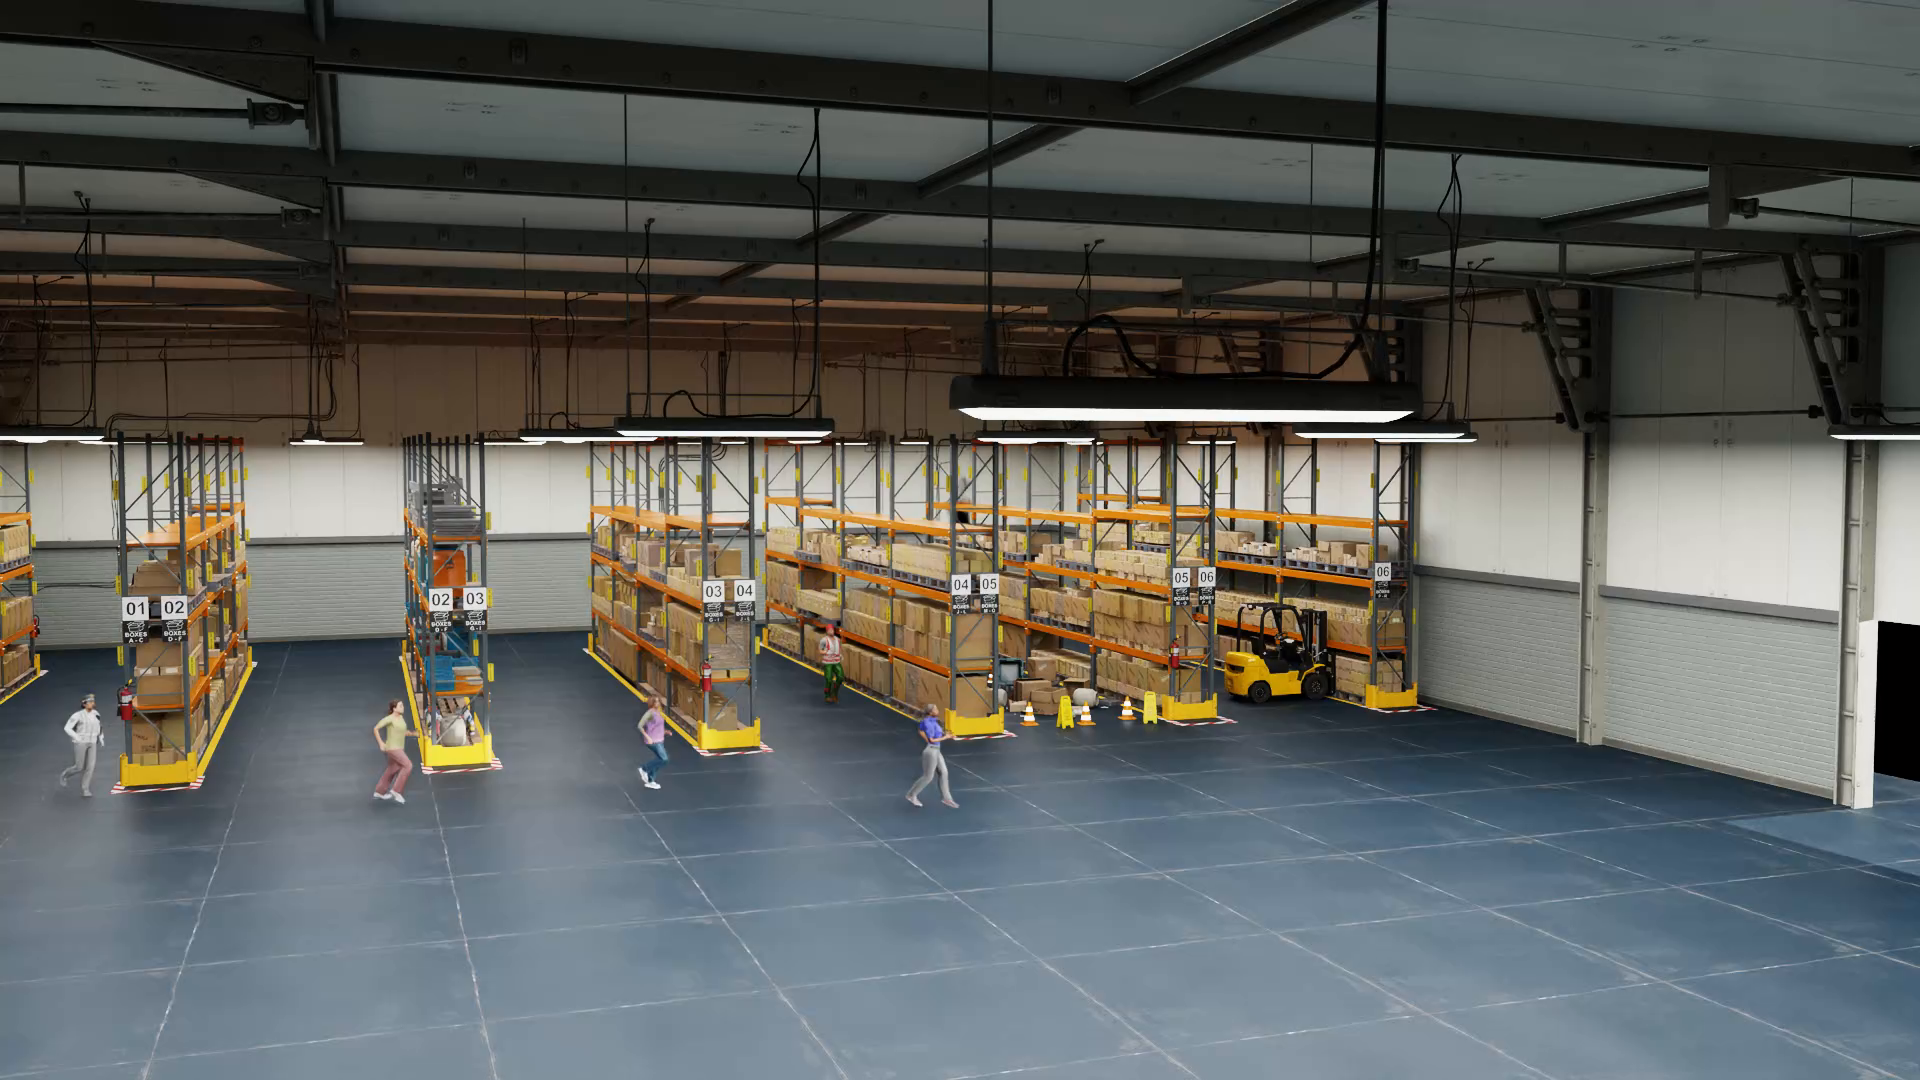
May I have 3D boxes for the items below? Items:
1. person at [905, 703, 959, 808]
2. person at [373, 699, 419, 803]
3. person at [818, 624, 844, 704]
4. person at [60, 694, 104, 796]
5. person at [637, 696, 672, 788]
[{"bbox_3d":[-0.423,3.417,26.295,0.816,1.666,0.570,0,3,6],"label":"person"},{"bbox_3d":[-9.105,3.400,26.820,0.775,1.685,0.542,0,3,3],"label":"person"},{"bbox_3d":[-2.835,2.775,37.163,0.634,1.786,0.645,-2,4,-29],"label":"person"},{"bbox_3d":[-14.465,3.372,27.551,0.783,1.638,0.674,2,4,31],"label":"person"},{"bbox_3d":[-5.115,3.398,27.964,0.535,1.560,0.536,1,3,13],"label":"person"}]
